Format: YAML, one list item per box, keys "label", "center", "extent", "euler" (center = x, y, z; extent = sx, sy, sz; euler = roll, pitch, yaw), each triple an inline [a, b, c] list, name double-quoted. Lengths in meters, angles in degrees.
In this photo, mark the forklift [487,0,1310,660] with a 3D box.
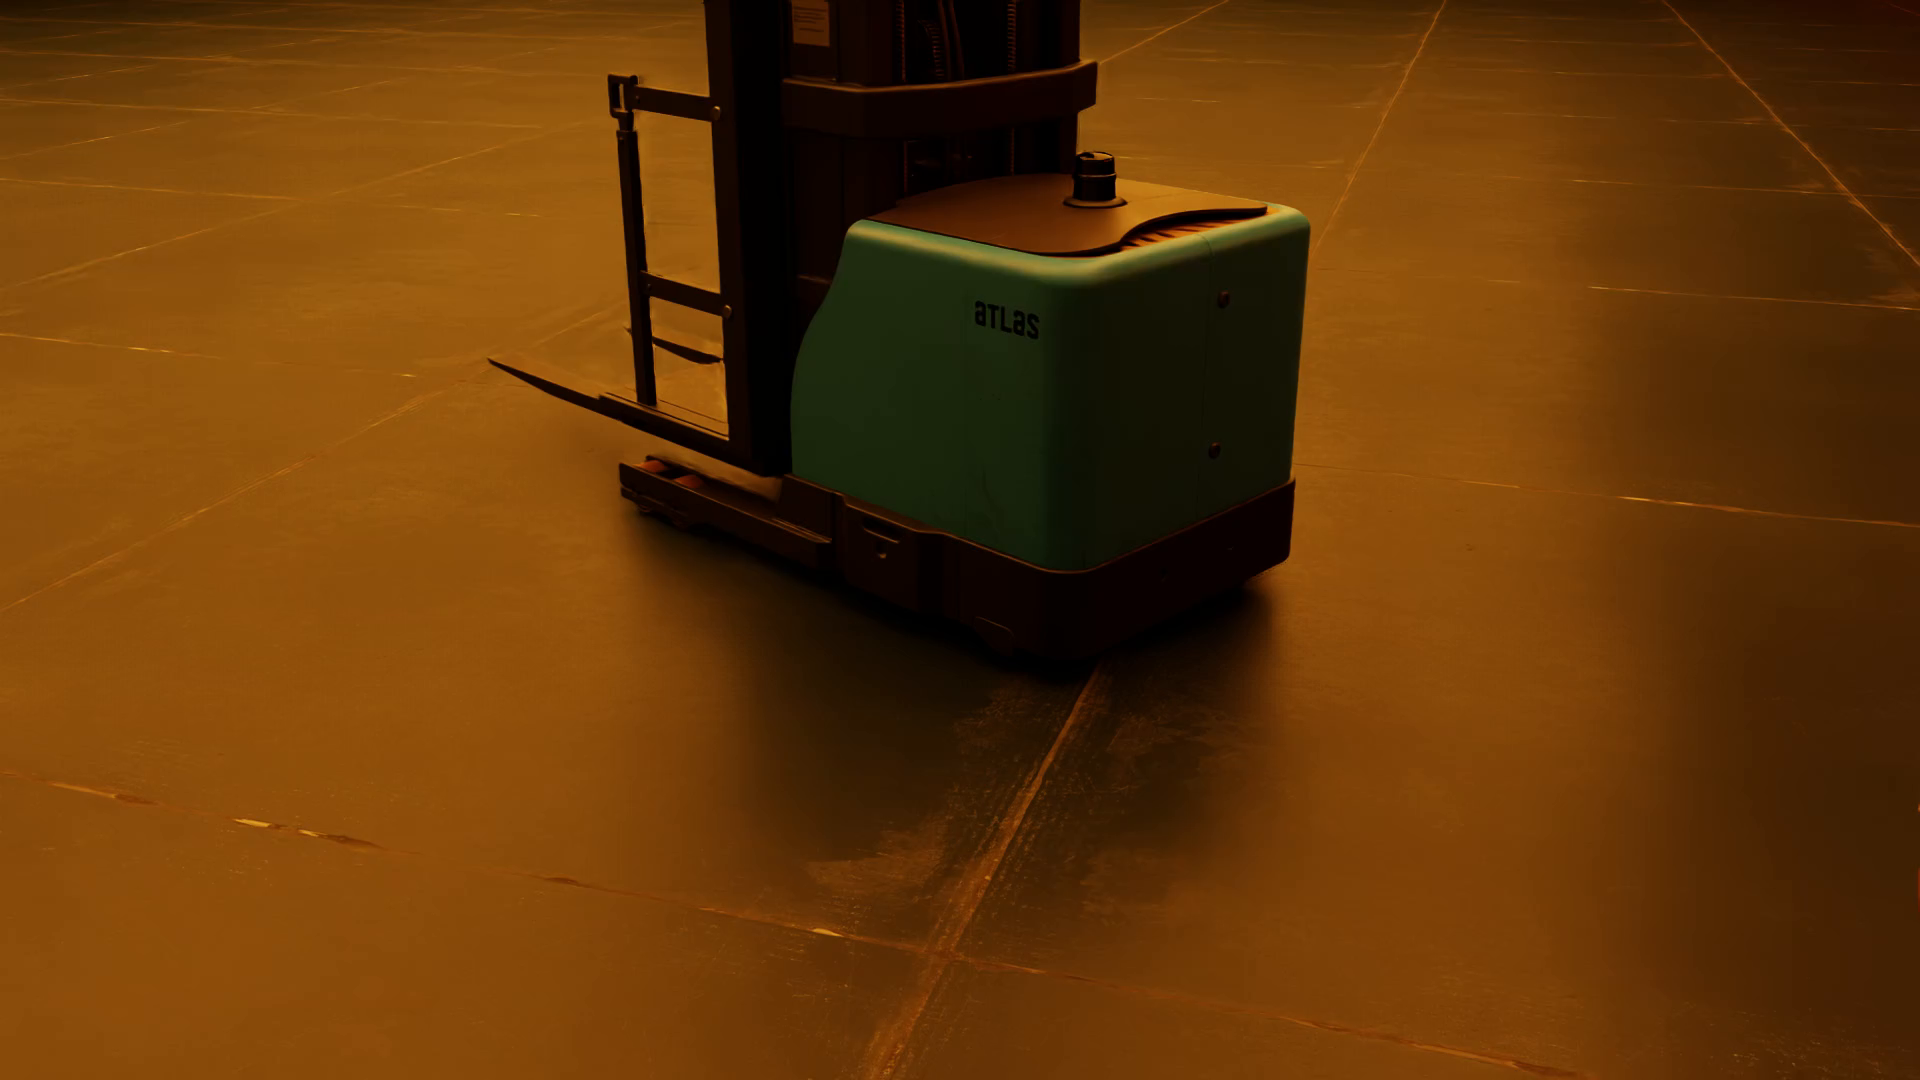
- label: "forklift"
  center: [-0.447, -1.516, 4.951]
  extent: [3.031, 2.935, 1.130]
  euler: [21, 30, 40]
